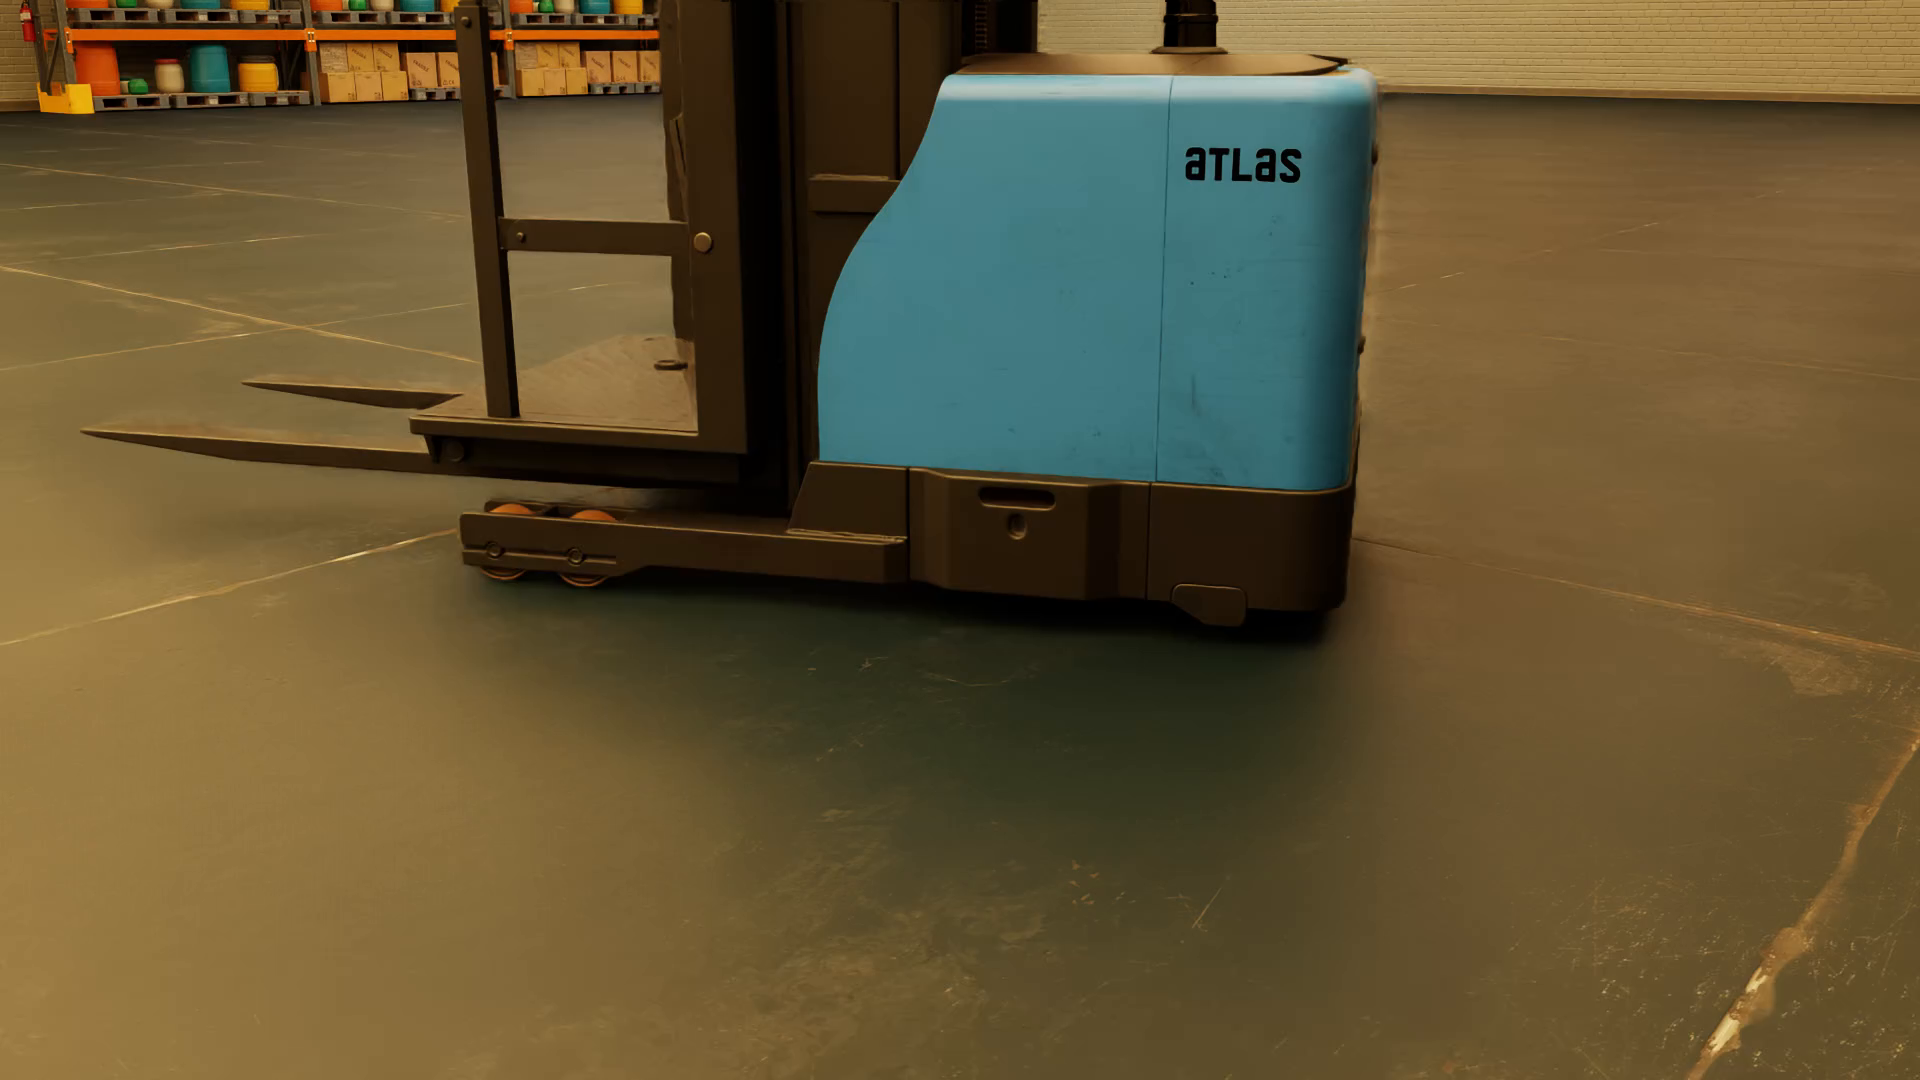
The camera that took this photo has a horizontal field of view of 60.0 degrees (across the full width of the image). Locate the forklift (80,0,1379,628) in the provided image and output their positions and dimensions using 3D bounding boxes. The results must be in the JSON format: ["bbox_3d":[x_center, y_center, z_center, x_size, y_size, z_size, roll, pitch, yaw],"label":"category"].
[{"bbox_3d":[-0.601,-1.442,3.648,3.031,2.935,1.130,4,17,14],"label":"forklift"}]
